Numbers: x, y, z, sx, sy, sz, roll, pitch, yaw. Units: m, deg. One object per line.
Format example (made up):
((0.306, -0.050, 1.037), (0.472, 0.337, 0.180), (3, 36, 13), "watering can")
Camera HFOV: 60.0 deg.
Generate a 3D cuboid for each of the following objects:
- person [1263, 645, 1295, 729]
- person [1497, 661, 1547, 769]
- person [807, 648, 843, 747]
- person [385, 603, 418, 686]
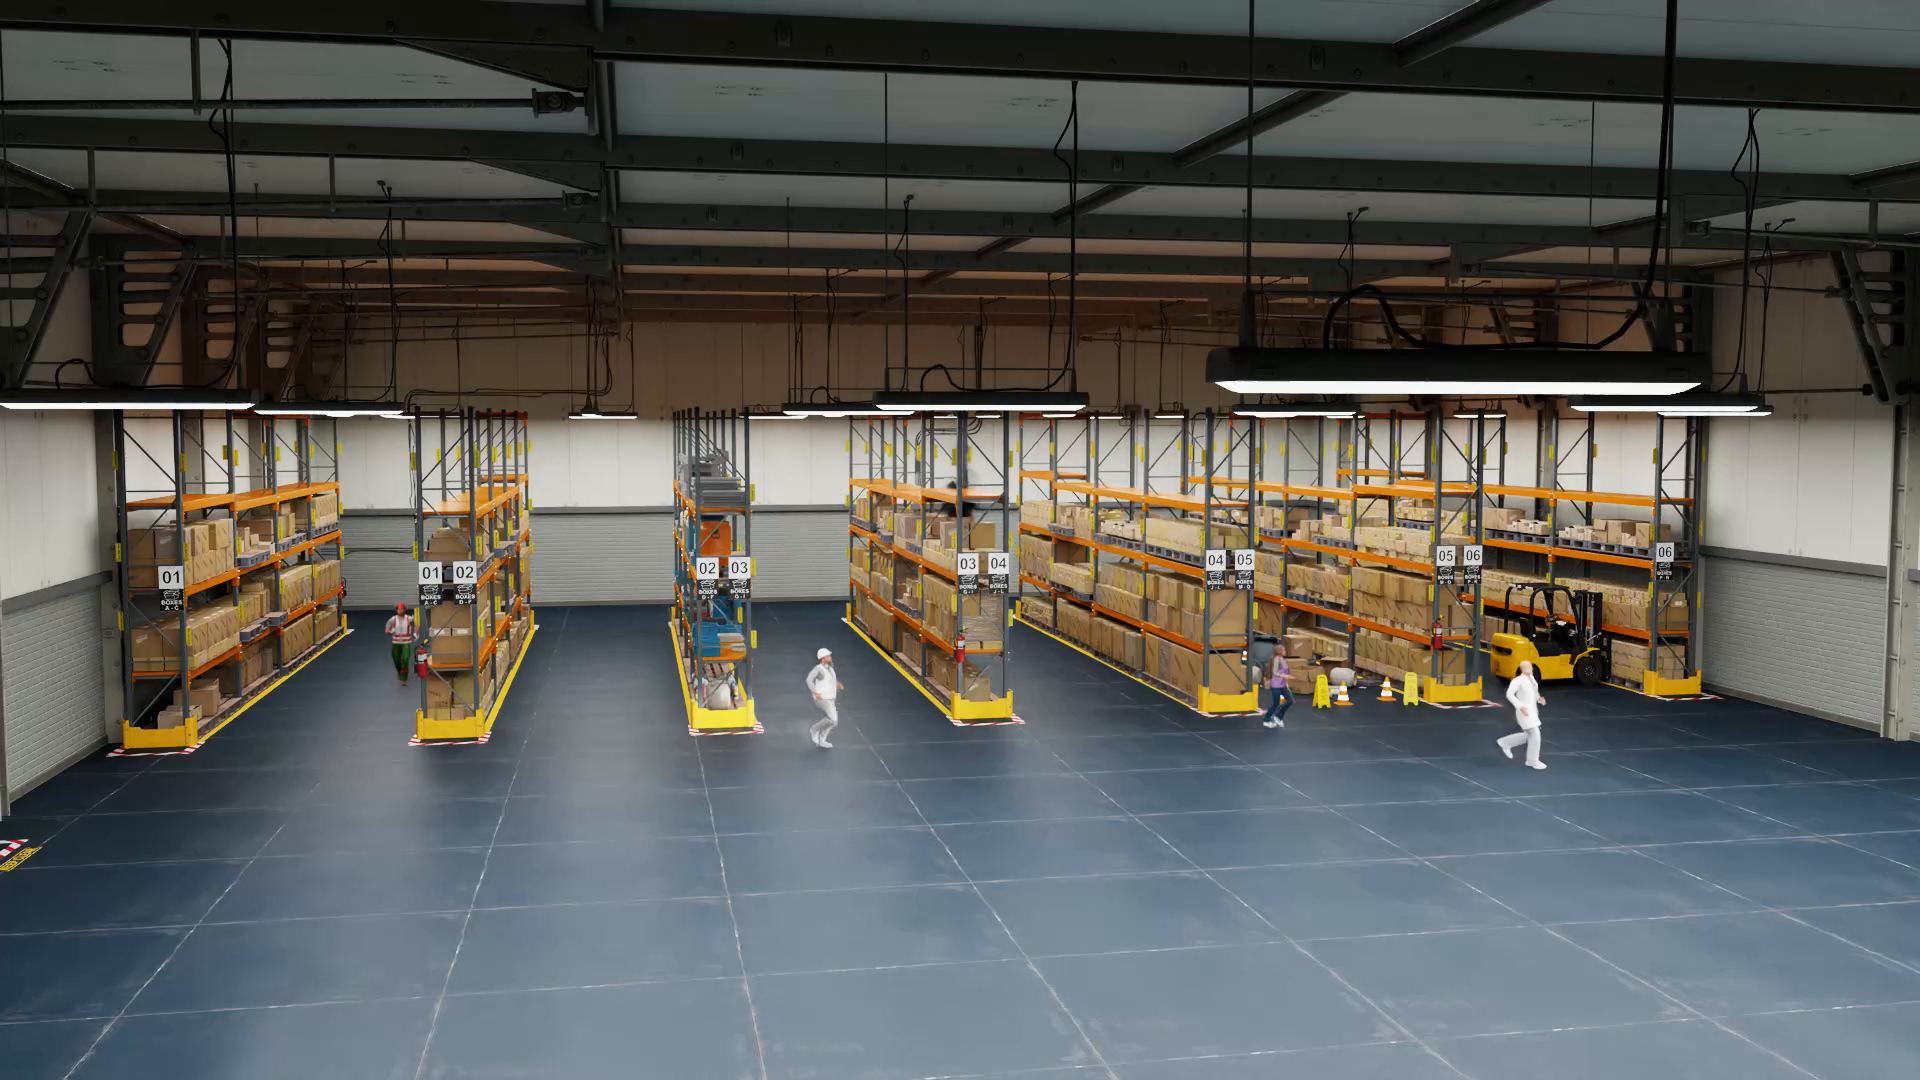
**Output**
((5.943, 2.736, 30.909), (0.652, 1.598, 0.534), (3, 5, 33), "person")
((9.376, 2.884, 27.680), (0.858, 1.775, 0.704), (3, 5, 40), "person")
((-2.336, 2.774, 29.207), (0.542, 1.743, 0.703), (2, 4, 24), "person")
((-12.125, 2.242, 36.105), (0.668, 1.765, 0.998), (-1, 4, -11), "person")
